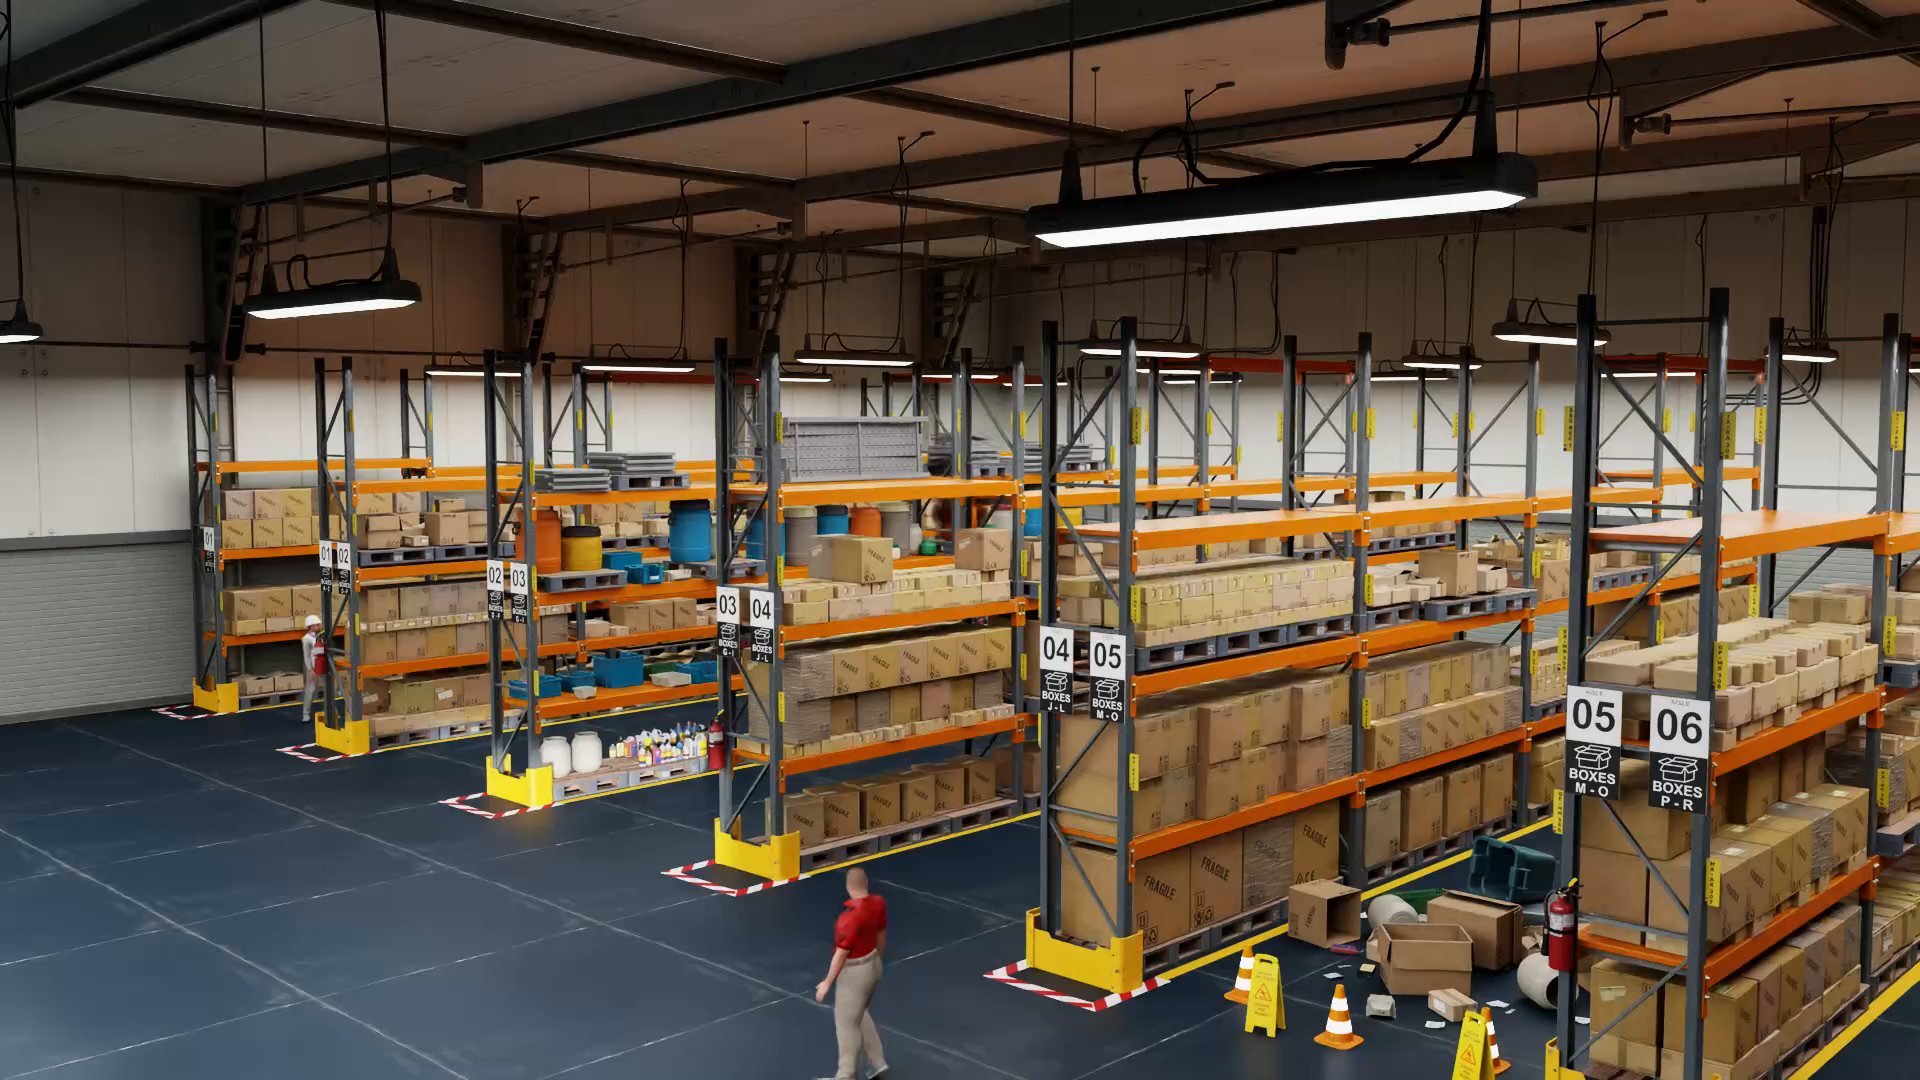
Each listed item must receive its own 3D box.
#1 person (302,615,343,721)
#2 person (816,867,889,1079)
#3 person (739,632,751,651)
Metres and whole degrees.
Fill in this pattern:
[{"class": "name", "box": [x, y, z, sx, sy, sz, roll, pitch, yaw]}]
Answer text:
[{"class": "person", "box": [-10.773, 2.163, 27.954, 0.450, 1.821, 0.648, 3, 5, 31]}, {"class": "person", "box": [-0.829, 3.353, 12.716, 0.492, 1.775, 0.621, 1, 5, 19]}, {"class": "person", "box": [-4.526, 1.632, 34.414, 0.512, 1.783, 0.608, 3, 5, 33]}]
